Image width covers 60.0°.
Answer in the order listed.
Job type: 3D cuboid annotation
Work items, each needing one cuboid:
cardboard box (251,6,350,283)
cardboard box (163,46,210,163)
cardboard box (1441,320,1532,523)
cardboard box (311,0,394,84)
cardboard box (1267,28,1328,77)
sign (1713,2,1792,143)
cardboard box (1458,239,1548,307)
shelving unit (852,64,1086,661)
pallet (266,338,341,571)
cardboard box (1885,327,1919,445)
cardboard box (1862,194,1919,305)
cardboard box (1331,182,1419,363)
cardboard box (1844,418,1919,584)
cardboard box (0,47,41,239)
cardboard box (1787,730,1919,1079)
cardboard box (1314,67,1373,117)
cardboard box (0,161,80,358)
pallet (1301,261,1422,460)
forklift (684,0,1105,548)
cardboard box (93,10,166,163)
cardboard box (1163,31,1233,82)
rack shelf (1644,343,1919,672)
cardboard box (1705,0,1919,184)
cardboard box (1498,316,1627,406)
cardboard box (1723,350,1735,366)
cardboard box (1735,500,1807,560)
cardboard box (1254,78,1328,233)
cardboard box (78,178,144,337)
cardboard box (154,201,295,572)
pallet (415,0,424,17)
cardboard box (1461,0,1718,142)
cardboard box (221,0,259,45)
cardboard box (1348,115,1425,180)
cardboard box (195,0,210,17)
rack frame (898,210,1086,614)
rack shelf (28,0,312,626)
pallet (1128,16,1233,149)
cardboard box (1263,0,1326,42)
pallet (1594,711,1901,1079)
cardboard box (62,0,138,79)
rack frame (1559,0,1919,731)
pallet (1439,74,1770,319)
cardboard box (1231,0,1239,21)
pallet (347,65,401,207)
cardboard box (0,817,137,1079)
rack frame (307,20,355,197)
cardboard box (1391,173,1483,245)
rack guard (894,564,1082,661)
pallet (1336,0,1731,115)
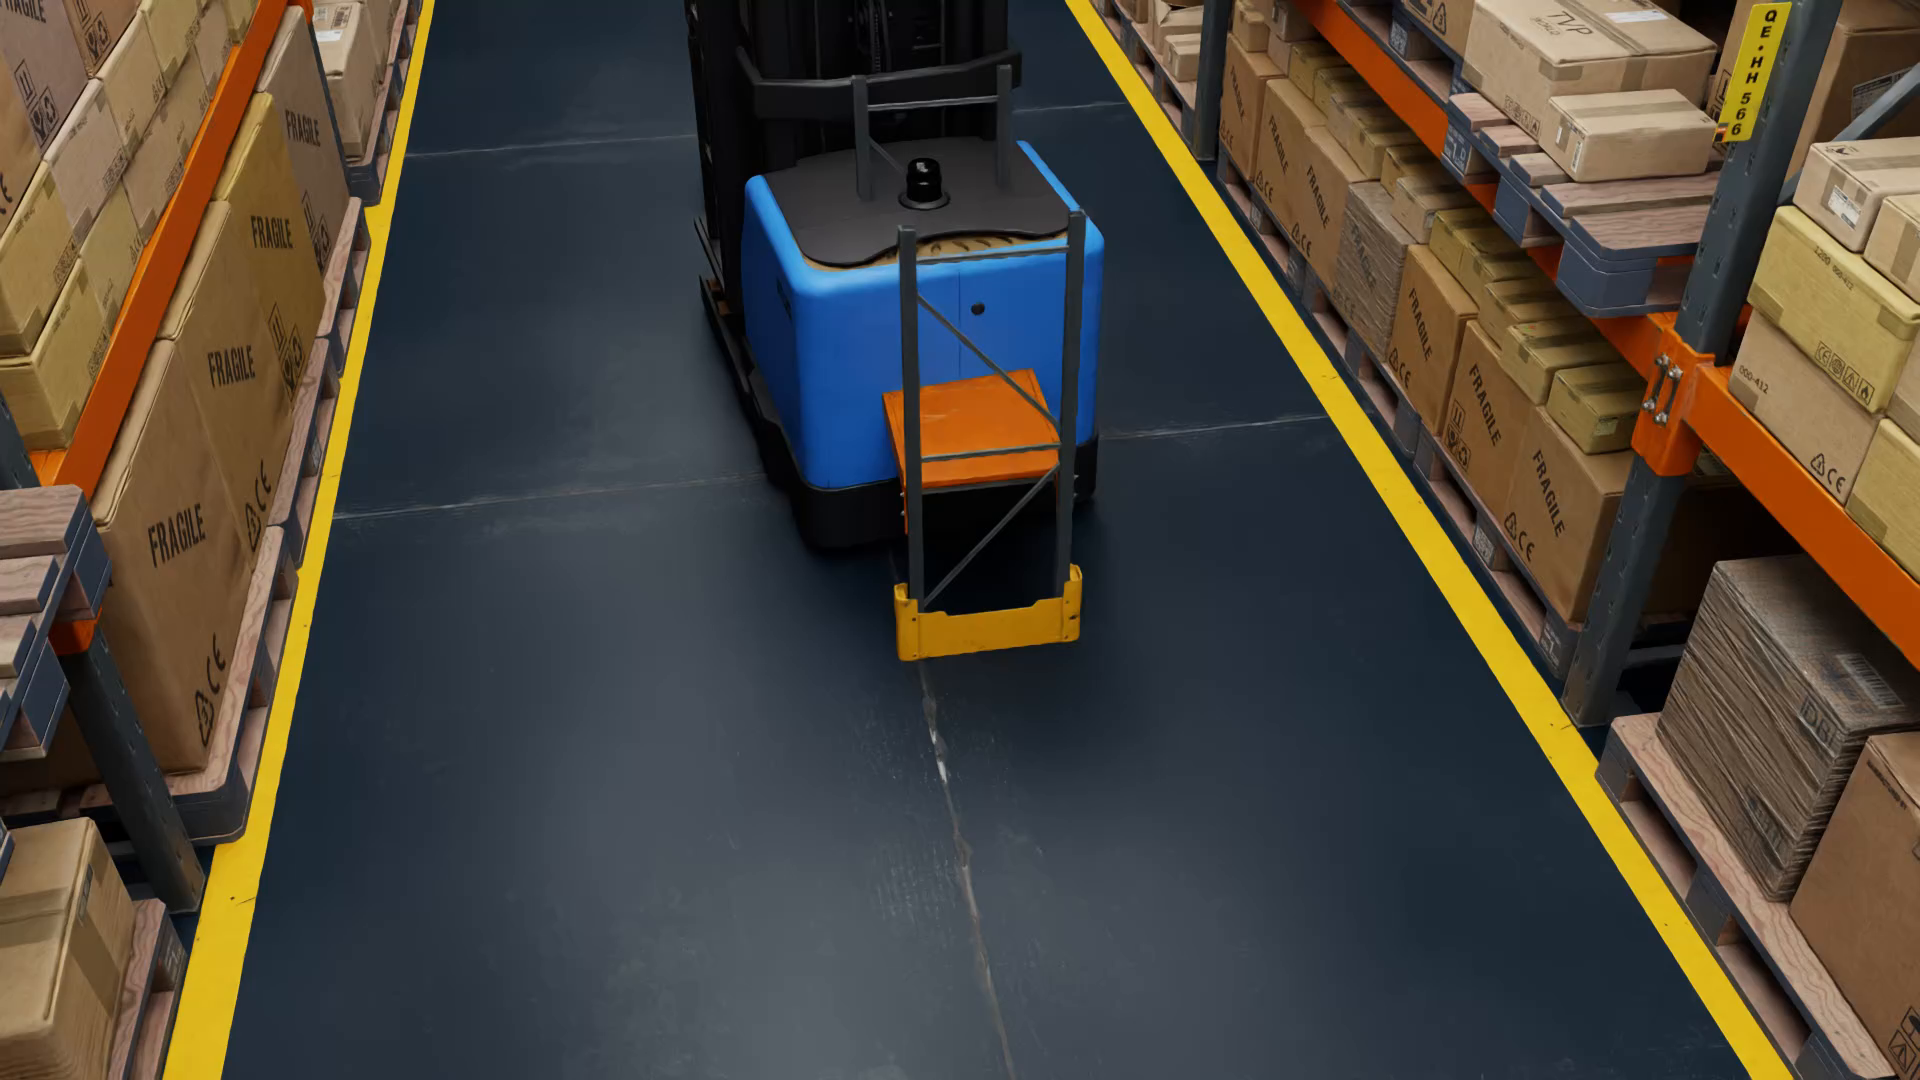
[{"bbox_3d":[-3.058,-1.542,6.680,0.875,0.875,0.875,-5,38,-7],"label":"cardboard box"},{"bbox_3d":[-2.666,-1.352,5.168,0.500,0.250,0.500,-6,38,-8],"label":"cardboard box"},{"bbox_3d":[1.978,-0.416,5.535,0.500,0.500,0.500,-7,38,-9],"label":"cardboard box"},{"bbox_3d":[-3.408,-2.667,8.484,0.875,0.438,0.875,-7,38,-9],"label":"cardboard box"},{"bbox_3d":[1.566,-2.148,7.236,0.380,0.149,0.250,-7,38,-9],"label":"cardboard box"},{"bbox_3d":[1.809,-1.063,3.794,0.100,0.325,0.005,-6,38,-8],"label":"sign"},{"bbox_3d":[1.923,-0.897,5.626,0.380,0.149,0.250,-5,38,-7],"label":"cardboard box"},{"bbox_3d":[0.002,-0.565,5.253,0.587,1.500,1.083,-6,38,-8],"label":"shelving unit"},{"bbox_3d":[-2.819,-0.284,5.943,1.003,0.211,1.213,-6,38,-8],"label":"pallet"},{"bbox_3d":[2.266,-0.243,3.332,0.500,0.250,0.500,-5,38,-7],"label":"cardboard box"},{"bbox_3d":[2.156,-0.612,3.482,0.380,0.149,0.250,-5,38,-7],"label":"cardboard box"},{"bbox_3d":[1.775,-1.043,6.343,0.500,0.500,0.500,-8,38,-10],"label":"cardboard box"},{"bbox_3d":[2.262,-0.043,3.483,0.500,0.250,0.500,-7,38,-9],"label":"cardboard box"},{"bbox_3d":[-2.390,-0.924,3.598,0.500,0.500,0.500,-7,38,-9],"label":"cardboard box"},{"bbox_3d":[2.560,0.843,3.814,0.875,0.625,0.625,-5,38,-6],"label":"cardboard box"},{"bbox_3d":[1.684,-1.830,6.827,0.380,0.149,0.250,-7,38,-9],"label":"cardboard box"},{"bbox_3d":[-2.390,-0.636,3.838,0.500,0.250,0.500,-6,38,-8],"label":"cardboard box"},{"bbox_3d":[2.037,-0.790,6.595,1.003,0.211,1.213,-6,38,-8],"label":"pallet"},{"bbox_3d":[-0.448,-2.038,5.984,1.130,2.935,3.031,-11,39,-14],"label":"forklift"},{"bbox_3d":[-2.555,-1.251,4.630,0.500,0.250,0.500,-6,38,-8],"label":"cardboard box"},{"bbox_3d":[1.254,-2.462,8.456,0.380,0.149,0.250,-7,38,-9],"label":"cardboard box"},{"bbox_3d":[2.692,0.791,2.874,1.077,0.370,4.000,-6,38,-8],"label":"rack shelf"},{"bbox_3d":[2.405,-1.234,4.470,0.500,0.500,0.500,-5,38,-6],"label":"cardboard box"},{"bbox_3d":[1.927,-0.569,5.204,0.380,0.149,0.250,-8,39,-10],"label":"cardboard box"},{"bbox_3d":[2.557,-0.485,5.095,0.380,0.149,0.250,-4,38,-6],"label":"cardboard box"},{"bbox_3d":[2.544,-0.165,5.212,0.500,0.500,0.500,-5,38,-6],"label":"cardboard box"},{"bbox_3d":[1.607,-1.659,7.136,0.500,0.500,0.500,-7,38,-9],"label":"cardboard box"},{"bbox_3d":[-2.490,-0.737,4.376,0.500,0.250,0.500,-7,38,-9],"label":"cardboard box"},{"bbox_3d":[-2.736,-0.457,5.283,0.875,0.875,0.875,-6,38,-7],"label":"cardboard box"},{"bbox_3d":[-3.730,-3.421,9.982,1.003,0.211,1.213,-6,38,-8],"label":"pallet"},{"bbox_3d":[1.838,-1.410,4.900,0.500,0.250,0.500,-8,39,-10],"label":"cardboard box"},{"bbox_3d":[-2.831,-1.970,5.964,0.500,0.250,0.500,-7,38,-9],"label":"cardboard box"},{"bbox_3d":[1.732,-1.525,6.434,0.380,0.149,0.250,-5,38,-6],"label":"cardboard box"},{"bbox_3d":[-2.737,-1.866,5.422,0.500,0.250,0.500,-5,38,-7],"label":"cardboard box"},{"bbox_3d":[0.090,-0.253,4.850,0.500,1.500,0.032,-6,38,-8],"label":"rack frame"},{"bbox_3d":[-2.895,-1.089,5.293,1.077,0.370,4.000,-6,38,-8],"label":"rack shelf"},{"bbox_3d":[1.521,-2.431,8.707,1.003,0.211,1.213,-6,38,-8],"label":"pallet"},{"bbox_3d":[1.534,-2.273,7.154,0.380,0.149,0.250,-8,39,-10],"label":"cardboard box"},{"bbox_3d":[2.448,0.901,4.418,1.003,0.211,1.213,-6,38,-8],"label":"pallet"},{"bbox_3d":[-2.562,-1.536,4.386,0.500,0.500,0.500,-5,38,-7],"label":"cardboard box"},{"bbox_3d":[2.342,-0.701,4.208,1.000,3.000,0.127,-6,38,-8],"label":"rack frame"},{"bbox_3d":[2.154,-1.027,4.784,1.213,0.211,1.003,-6,38,-8],"label":"pallet"},{"bbox_3d":[1.681,-2.844,8.947,0.380,0.149,0.250,-7,38,-9],"label":"cardboard box"},{"bbox_3d":[-3.302,-1.948,8.085,1.003,0.211,1.213,-6,38,-8],"label":"pallet"},{"bbox_3d":[-2.455,1.049,3.754,0.950,0.372,0.625,-9,39,-11],"label":"cardboard box"},{"bbox_3d":[-3.246,-2.581,6.627,1.000,3.000,0.127,-6,38,-8],"label":"rack frame"},{"bbox_3d":[1.801,-1.211,6.030,0.380,0.149,0.250,-8,39,-10],"label":"cardboard box"},{"bbox_3d":[0.090,0.229,5.249,0.587,0.250,0.087,-6,38,-8],"label":"rack guard"},{"bbox_3d":[1.996,-1.800,5.778,1.003,0.211,1.213,-6,38,-8],"label":"pallet"}]
